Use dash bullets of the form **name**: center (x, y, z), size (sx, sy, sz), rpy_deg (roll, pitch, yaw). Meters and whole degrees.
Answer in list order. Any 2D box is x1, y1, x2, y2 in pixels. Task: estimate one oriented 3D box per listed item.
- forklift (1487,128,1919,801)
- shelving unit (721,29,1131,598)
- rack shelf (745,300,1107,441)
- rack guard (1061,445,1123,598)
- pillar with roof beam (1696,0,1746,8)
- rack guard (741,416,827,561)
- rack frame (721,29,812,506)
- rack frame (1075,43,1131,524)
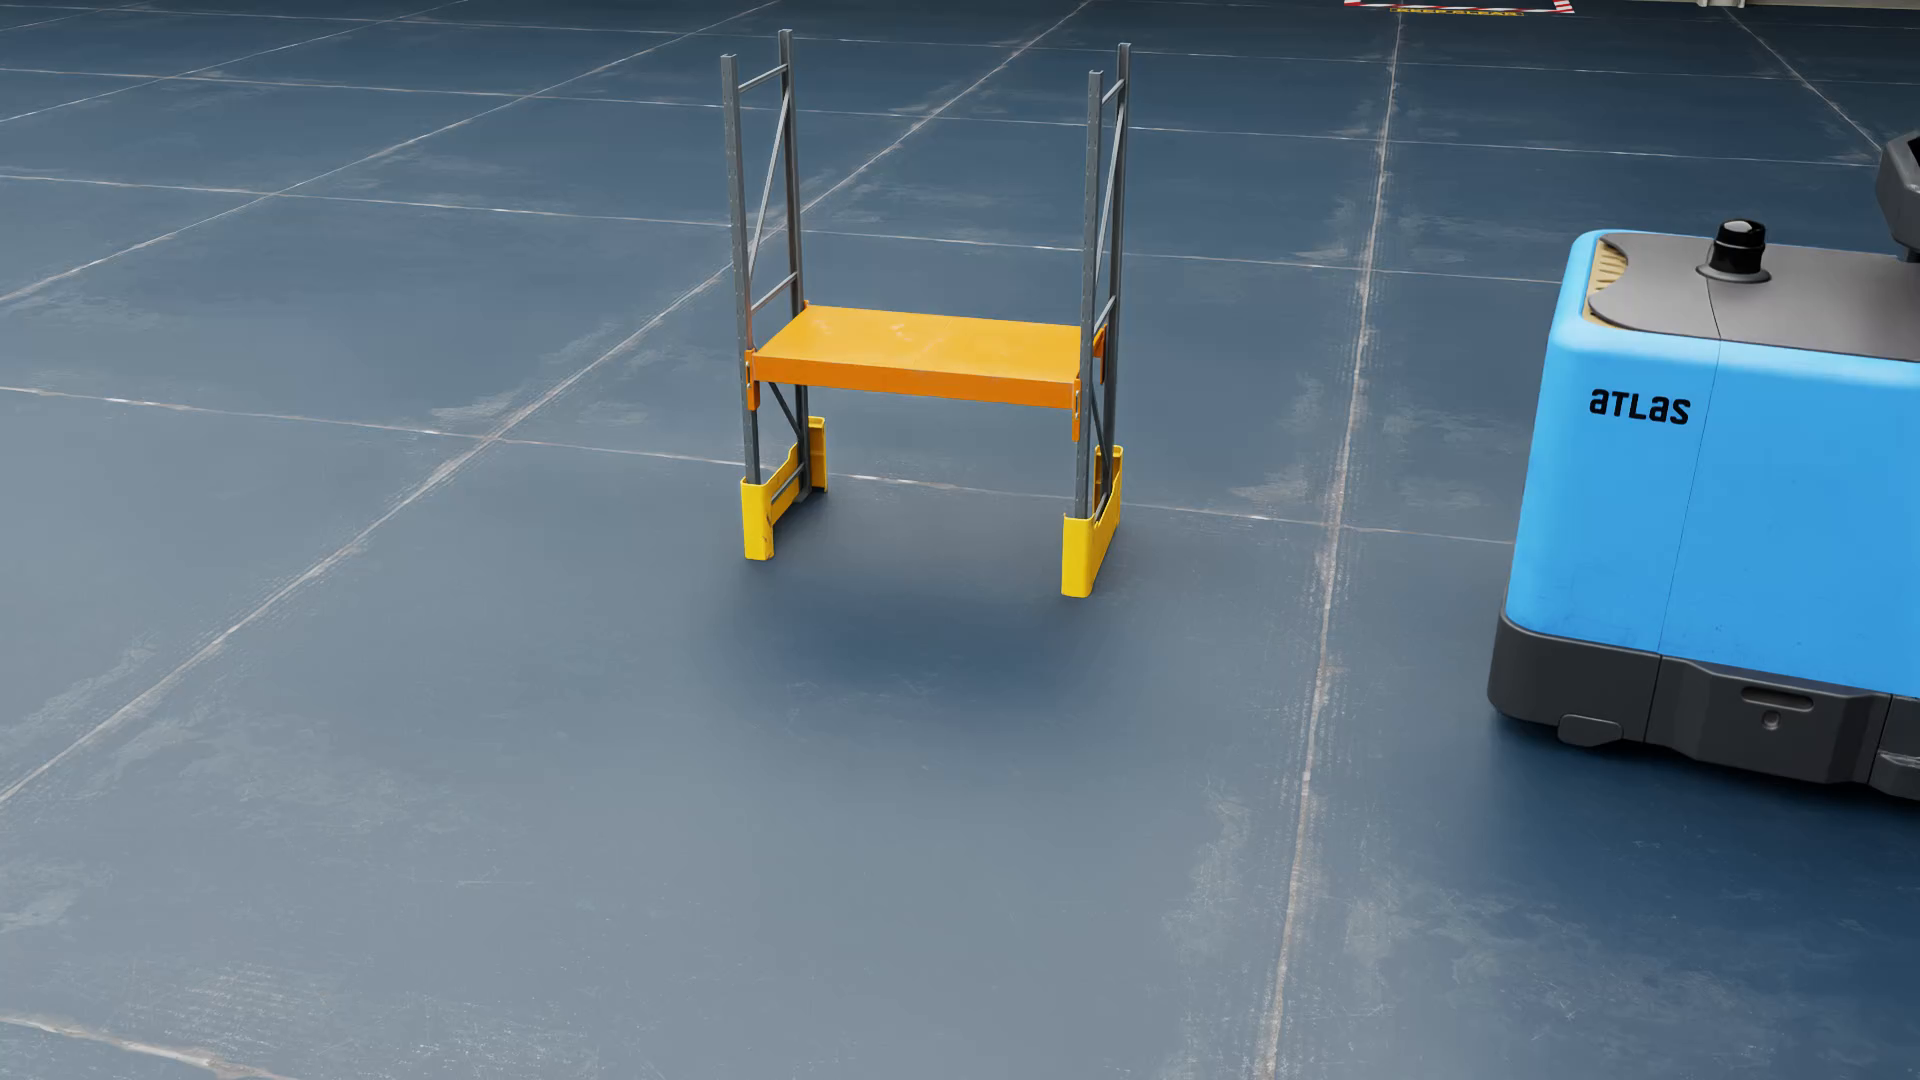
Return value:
- **forklift**: center (2.912, -0.792, 3.504), size (3.031, 2.935, 1.130), rpy_deg (10, 27, 20)
- **shelving unit**: center (-0.074, -0.685, 4.945), size (1.083, 1.500, 0.587), rpy_deg (6, 26, 13)
- **rack shelf**: center (-0.083, -0.524, 5.024), size (1.000, 0.185, 0.538), rpy_deg (6, 26, 13)
- **rack guard**: center (0.408, -0.068, 5.101), size (0.087, 0.250, 0.587), rpy_deg (6, 26, 13)
- **pillar with roof beam**: center (6.332, -7.485, 10.503), size (0.400, 9.000, 9.100), rpy_deg (6, 26, 13)
- **rack guard**: center (-0.556, -0.174, 5.325), size (0.087, 0.250, 0.587), rpy_deg (6, 26, 13)
- **rack frame**: center (-0.575, -0.741, 5.061), size (0.032, 1.500, 0.500), rpy_deg (6, 26, 13)
- **rack frame**: center (0.410, -0.632, 4.832), size (0.032, 1.500, 0.500), rpy_deg (6, 26, 13)
